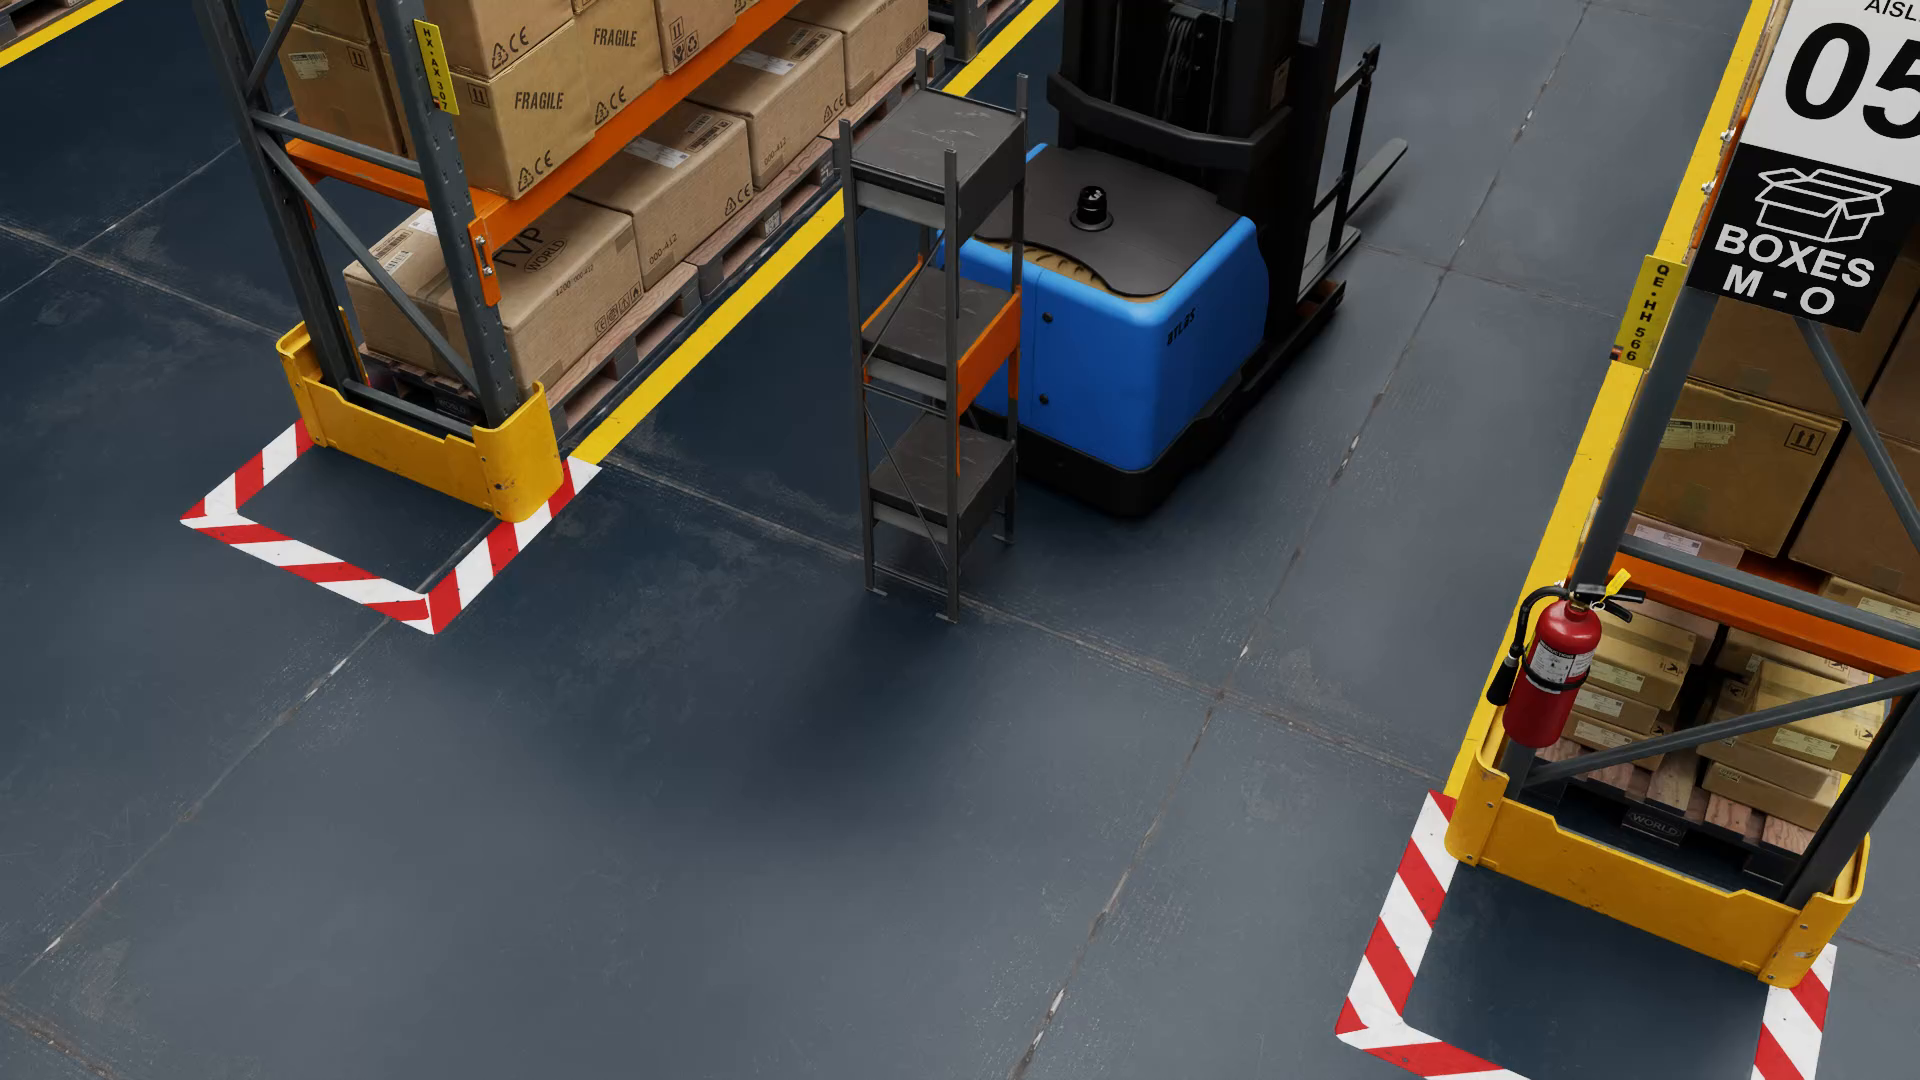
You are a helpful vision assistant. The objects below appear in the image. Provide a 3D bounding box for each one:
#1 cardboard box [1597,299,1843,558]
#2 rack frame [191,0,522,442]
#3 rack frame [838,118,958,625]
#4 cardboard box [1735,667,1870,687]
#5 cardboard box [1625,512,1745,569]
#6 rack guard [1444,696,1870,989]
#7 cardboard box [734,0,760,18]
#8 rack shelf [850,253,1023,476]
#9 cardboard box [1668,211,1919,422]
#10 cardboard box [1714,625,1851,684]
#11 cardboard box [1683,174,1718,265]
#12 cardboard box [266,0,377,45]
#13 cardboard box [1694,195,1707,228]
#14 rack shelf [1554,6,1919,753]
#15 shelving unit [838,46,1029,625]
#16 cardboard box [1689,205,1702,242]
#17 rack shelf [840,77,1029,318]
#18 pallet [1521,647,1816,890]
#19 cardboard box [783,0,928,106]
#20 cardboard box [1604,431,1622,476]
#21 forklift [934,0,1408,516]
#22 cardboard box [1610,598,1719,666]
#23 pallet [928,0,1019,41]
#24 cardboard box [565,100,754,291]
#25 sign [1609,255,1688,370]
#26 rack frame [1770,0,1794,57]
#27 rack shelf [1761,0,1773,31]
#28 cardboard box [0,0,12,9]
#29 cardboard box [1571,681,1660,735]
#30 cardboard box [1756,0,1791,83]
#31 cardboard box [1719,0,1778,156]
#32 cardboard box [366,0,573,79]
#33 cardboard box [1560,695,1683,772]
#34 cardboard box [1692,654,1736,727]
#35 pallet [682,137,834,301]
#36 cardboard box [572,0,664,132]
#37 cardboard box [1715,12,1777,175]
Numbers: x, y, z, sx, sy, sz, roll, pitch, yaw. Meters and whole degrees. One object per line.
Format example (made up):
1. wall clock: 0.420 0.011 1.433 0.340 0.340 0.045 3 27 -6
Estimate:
1. cardboard box: 2.184 -0.360 4.718 0.500 0.500 0.500 21 49 20
2. rack frame: -2.228 -1.423 6.048 1.000 3.000 0.127 20 49 19
3. rack frame: -0.190 -0.480 5.748 0.400 2.100 0.015 20 49 19
4. cardboard box: 2.851 0.498 5.649 0.380 0.149 0.250 20 49 19
5. cardboard box: 2.104 -0.063 4.880 0.380 0.149 0.250 21 49 19
6. rack guard: 2.239 0.978 5.432 1.175 0.500 0.348 20 49 19
7. cardboard box: -1.071 -2.629 7.169 0.500 0.500 0.500 22 49 20
8. rack shelf: -0.077 -0.624 5.910 0.431 0.518 0.480 20 49 19
9. cardboard box: 2.195 -0.714 4.364 0.500 0.500 0.500 20 49 18
10. cardboard box: 2.769 0.362 5.574 0.380 0.149 0.250 21 49 20
11. cardboard box: 2.655 -1.006 5.355 0.500 0.500 0.500 21 49 19
12. cardboard box: -2.215 -2.192 6.034 0.500 0.500 0.500 22 49 20
13. cardboard box: 3.608 -1.500 7.623 0.380 0.149 0.250 23 50 21
14. rack shelf: 3.132 -0.860 5.996 1.077 0.370 4.000 20 49 19
15. shelving unit: -0.077 -0.634 5.900 0.431 2.100 0.503 20 49 19
16. cardboard box: 3.607 -1.395 7.728 0.380 0.149 0.250 18 48 17
17. rack shelf: -0.077 -1.116 5.412 0.431 0.518 0.480 20 49 19
18. pallet: 2.647 0.580 6.029 1.003 0.211 1.213 20 49 19
19. cardboard box: -0.758 -2.830 8.944 0.875 0.438 0.875 20 49 19
20. cardboard box: 2.652 -0.298 6.227 0.380 0.149 0.250 22 49 20
21. forklift: 1.140 -2.144 6.808 1.130 2.935 3.031 26 51 24
22. cardboard box: 2.392 0.236 5.698 0.380 0.149 0.250 21 49 20
23. pallet: -0.080 -3.474 10.035 1.003 0.211 1.213 20 49 19
24. cardboard box: -1.593 -1.698 7.826 0.875 0.438 0.875 22 49 20
25. sign: 1.721 -0.566 4.165 0.100 0.325 0.005 20 49 19
26. rack frame: 2.203 -1.961 2.361 1.000 3.000 0.127 20 49 19
27. rack shelf: 4.989 -3.379 8.487 1.077 0.370 4.000 20 49 19
28. cardboard box: -5.827 -3.208 9.274 0.700 0.500 0.500 22 49 21
29. cardboard box: 2.196 0.471 5.676 0.380 0.149 0.250 19 48 18
30. cardboard box: 2.180 -1.228 3.851 0.500 0.250 0.500 19 48 18
31. cardboard box: 3.118 -1.664 6.006 0.500 0.500 0.500 19 48 18
32. cardboard box: -1.753 -2.018 5.862 0.500 0.500 0.500 19 48 18
33. cardboard box: 2.263 0.602 5.756 0.380 0.149 0.250 21 49 20
34. cardboard box: 2.779 0.586 5.771 0.380 0.149 0.250 20 49 19
35. pallet: -1.359 -1.738 8.319 1.003 0.211 1.213 20 49 19
36. cardboard box: -1.541 -1.994 6.541 0.500 0.500 0.500 20 49 19
37. cardboard box: 2.664 -1.364 5.006 0.500 0.500 0.500 23 50 21
